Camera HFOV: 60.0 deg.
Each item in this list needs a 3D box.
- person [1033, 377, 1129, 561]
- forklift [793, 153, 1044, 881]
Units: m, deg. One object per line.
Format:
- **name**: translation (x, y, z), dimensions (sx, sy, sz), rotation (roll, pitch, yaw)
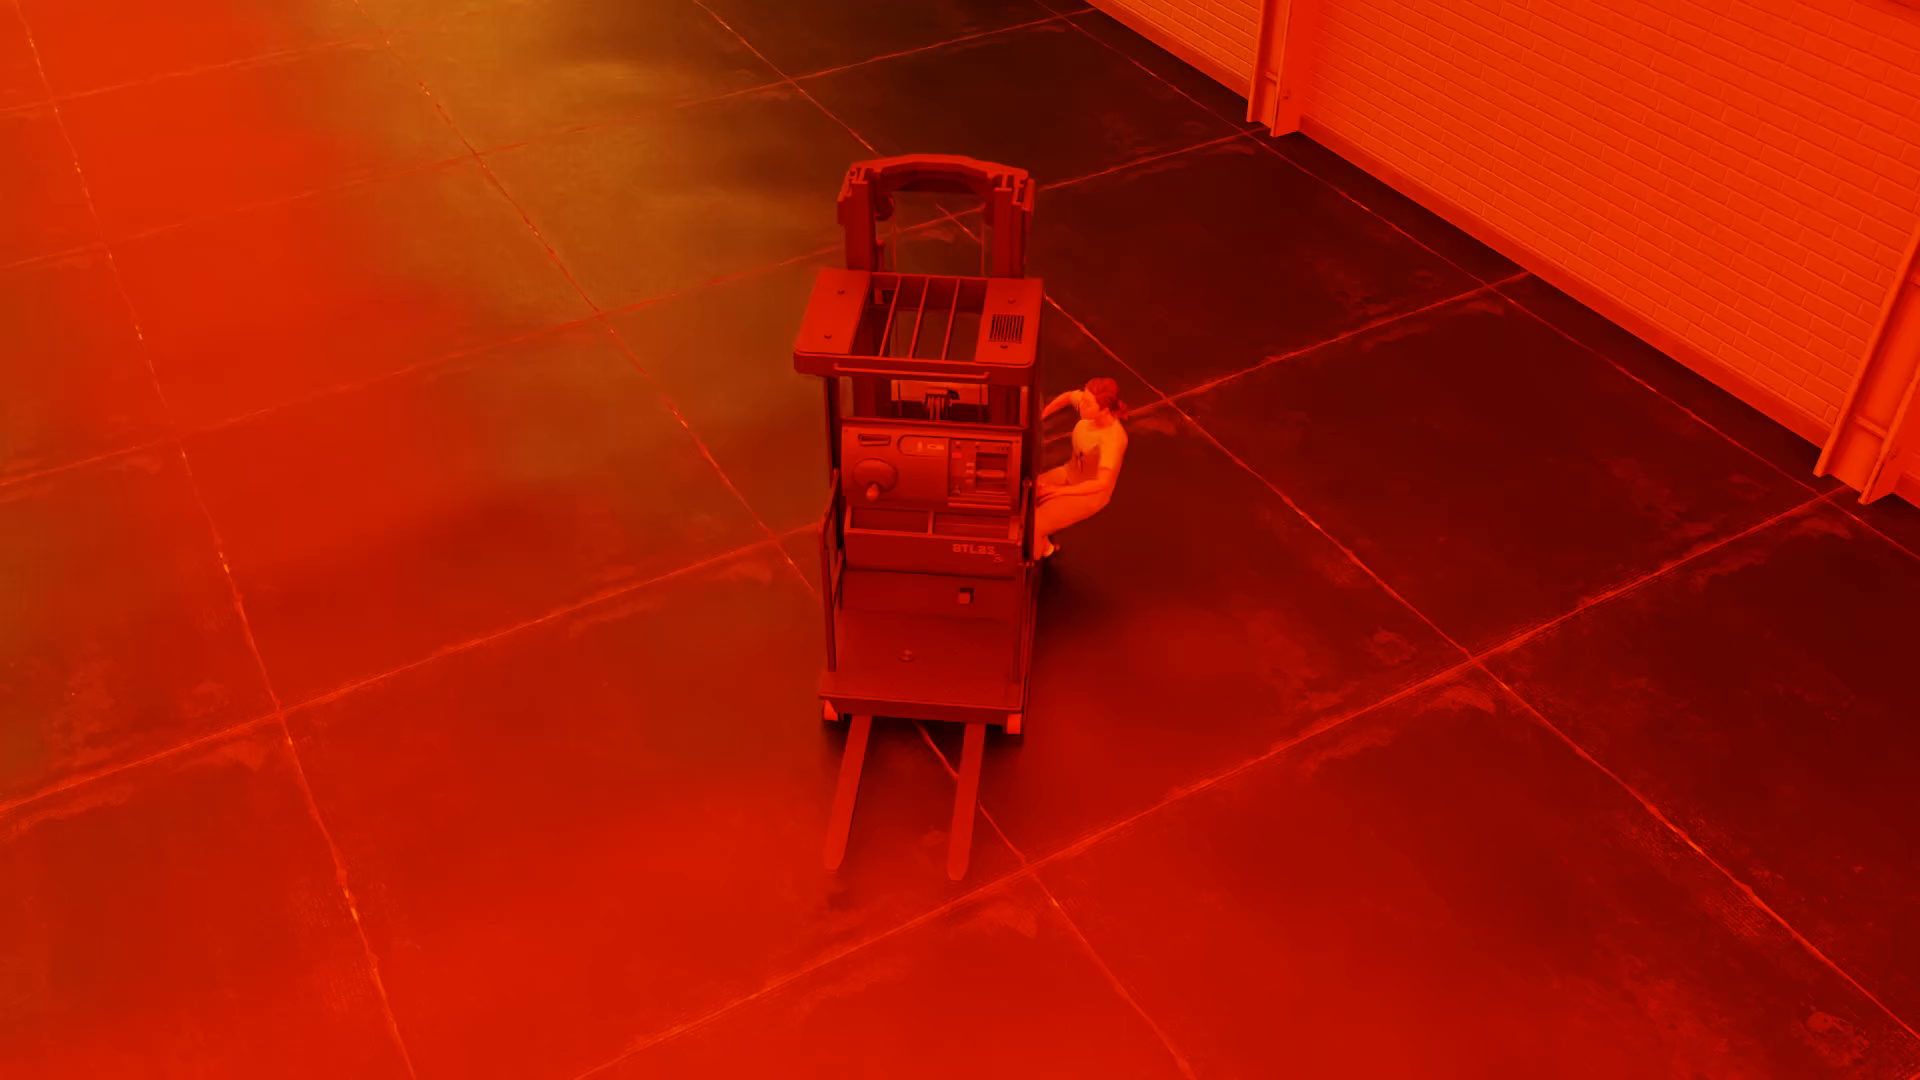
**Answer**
- **person**: translation (0.530, -0.312, 9.586), dimensions (0.836, 1.428, 0.858), rotation (-17, 43, -19)
- **forklift**: translation (-0.168, -0.301, 8.399), dimensions (1.130, 2.935, 3.031), rotation (4, 40, 4)
